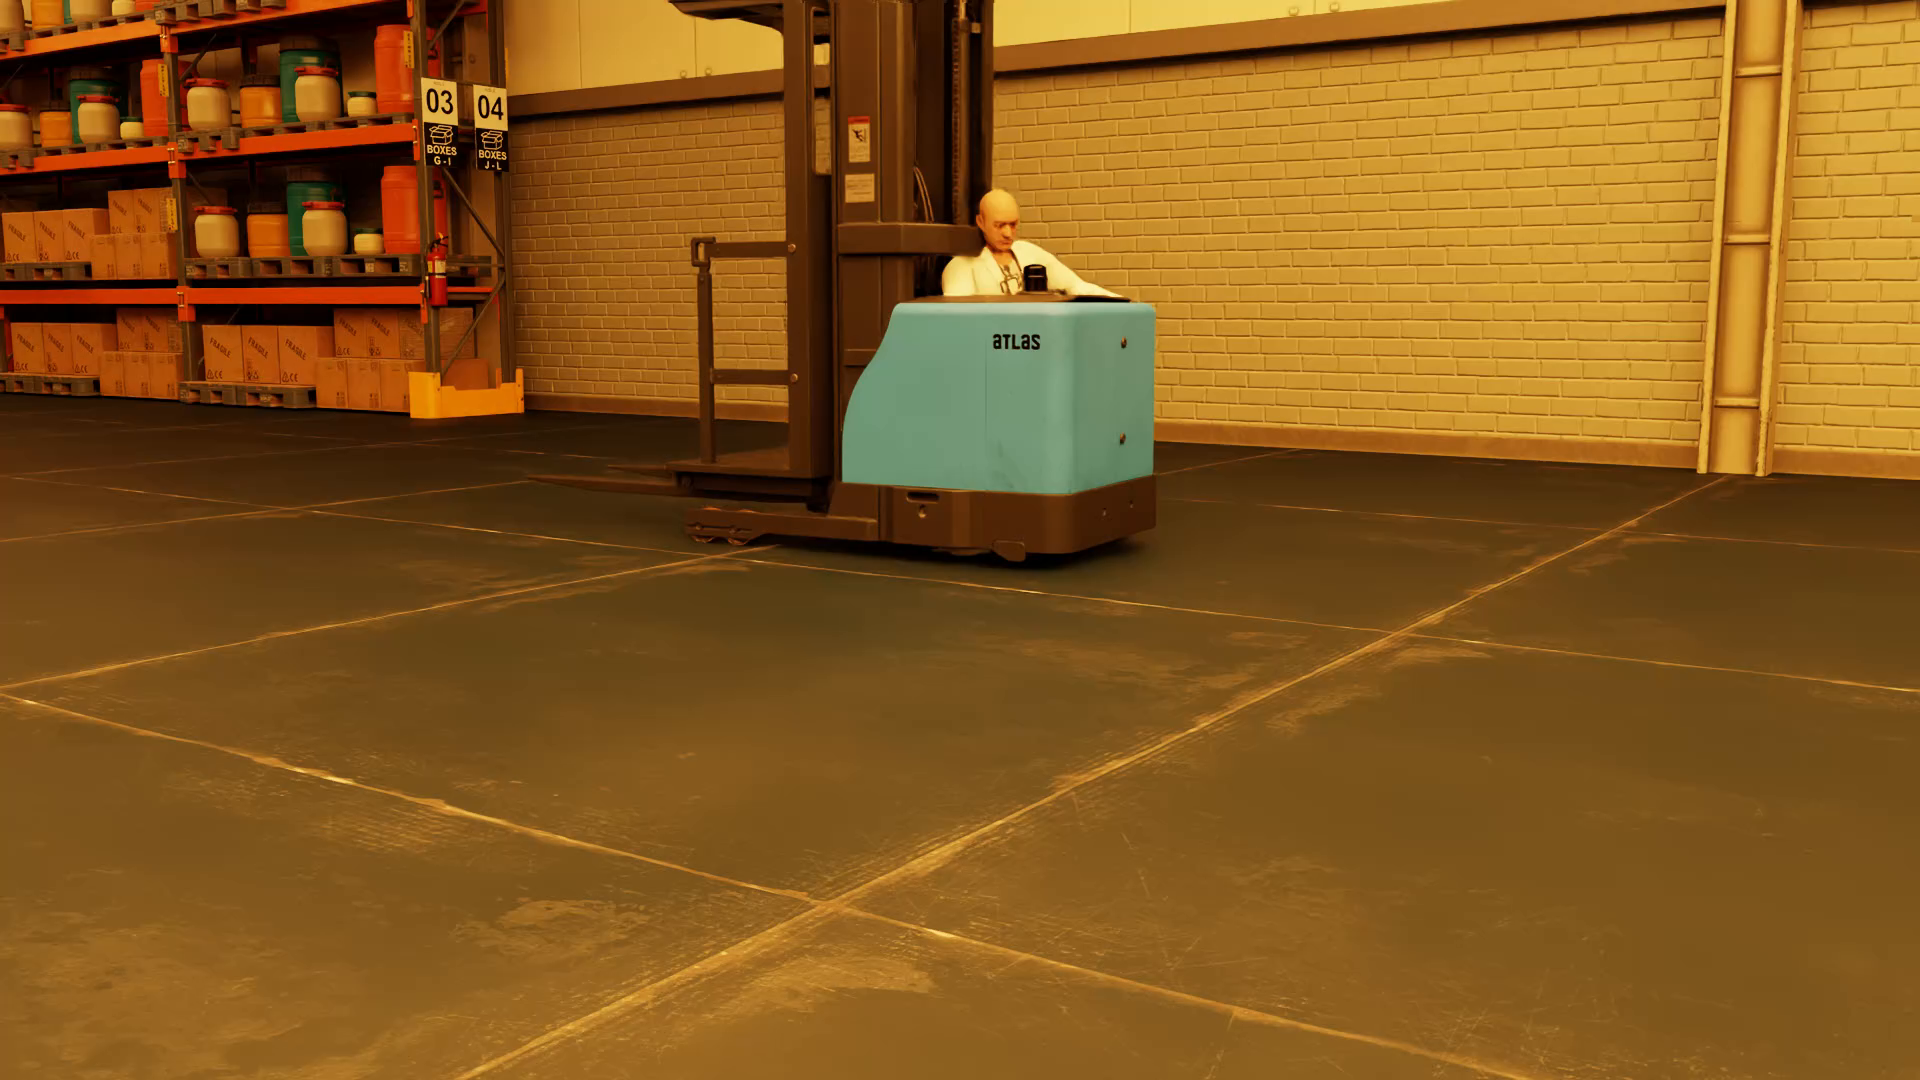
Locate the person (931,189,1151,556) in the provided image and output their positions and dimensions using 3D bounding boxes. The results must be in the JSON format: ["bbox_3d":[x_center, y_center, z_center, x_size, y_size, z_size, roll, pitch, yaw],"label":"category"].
[{"bbox_3d":[0.330,-0.747,7.294,0.980,1.563,0.786,-5,10,-32],"label":"person"}]

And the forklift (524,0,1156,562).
[{"bbox_3d":[-0.663,-1.483,7.621,3.031,2.935,1.130,4,9,28],"label":"forklift"}]
